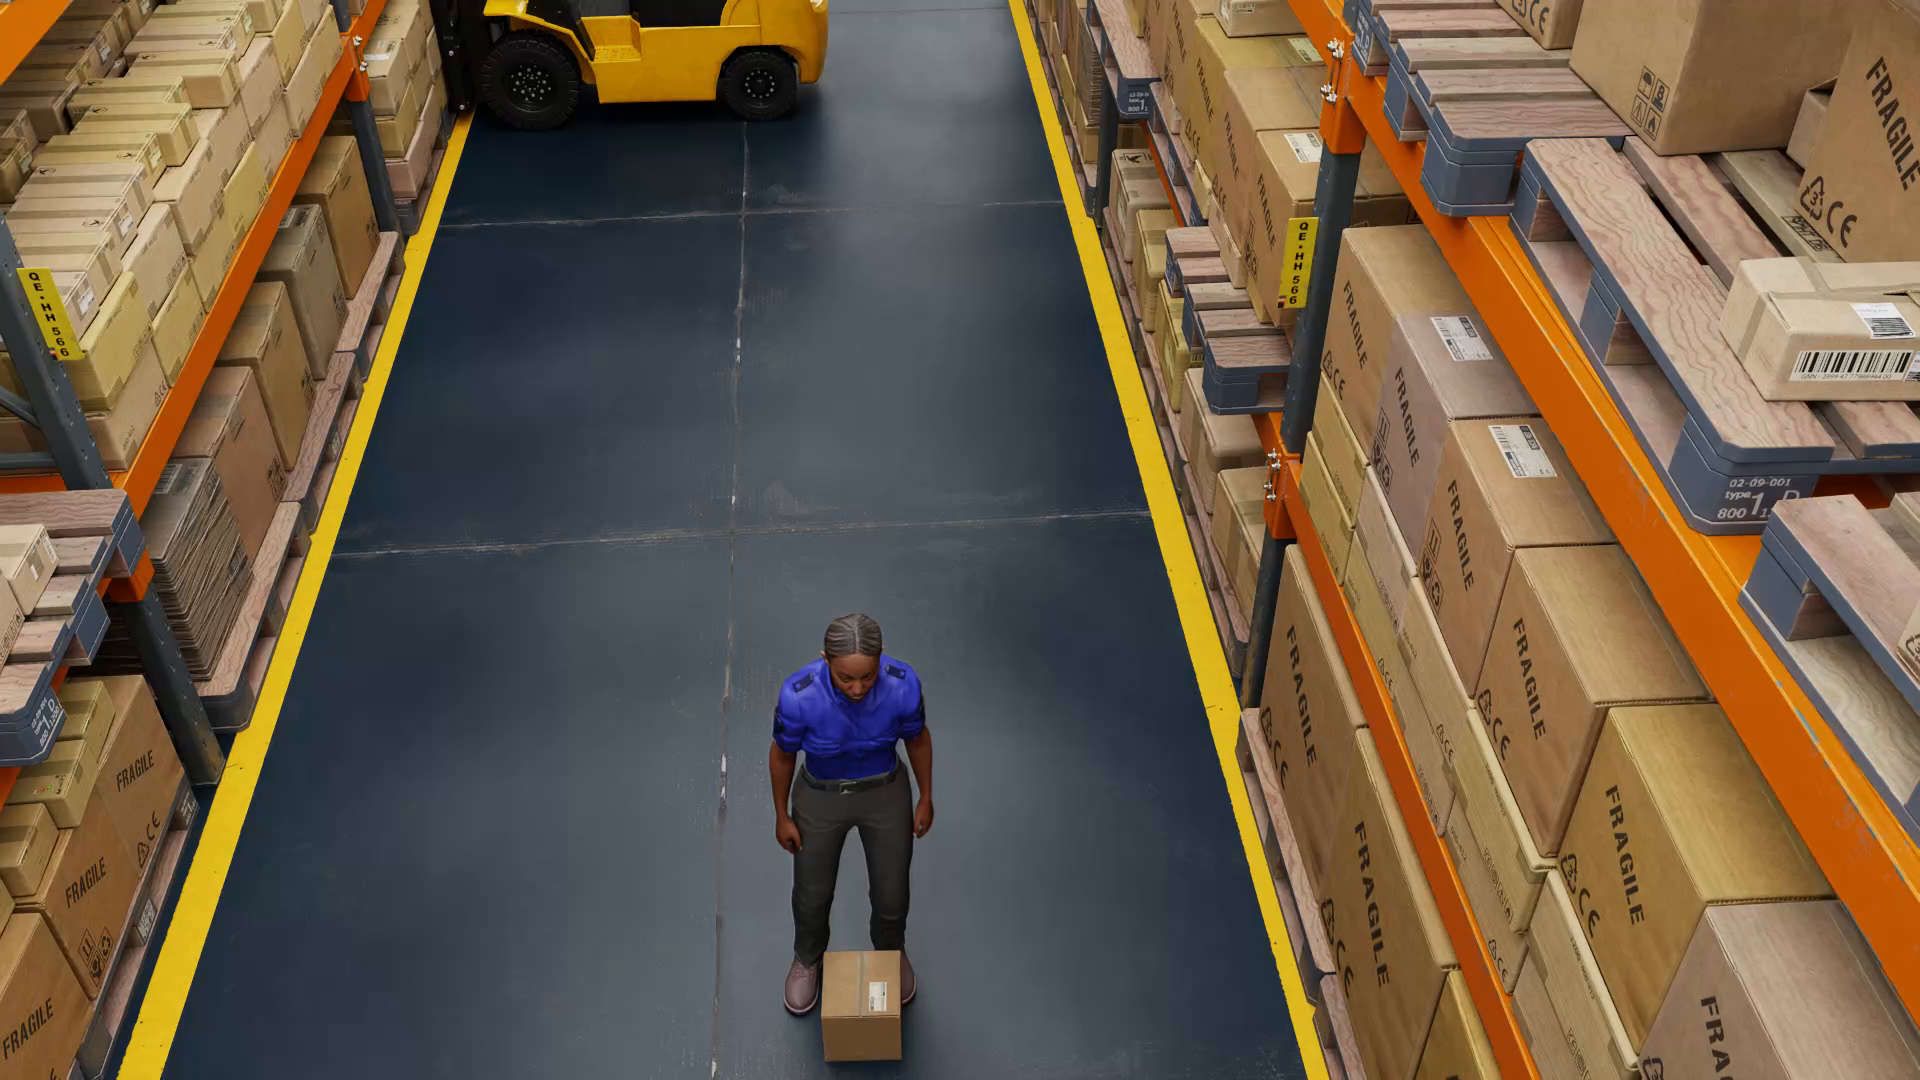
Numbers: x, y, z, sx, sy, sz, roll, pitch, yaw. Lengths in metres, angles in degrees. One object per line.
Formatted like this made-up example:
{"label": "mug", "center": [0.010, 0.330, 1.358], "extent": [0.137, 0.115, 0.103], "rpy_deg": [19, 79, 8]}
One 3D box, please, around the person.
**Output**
{"label": "person", "center": [-0.342, 0.831, 5.156], "extent": [0.532, 1.640, 0.349], "rpy_deg": [-5, 40, -6]}
